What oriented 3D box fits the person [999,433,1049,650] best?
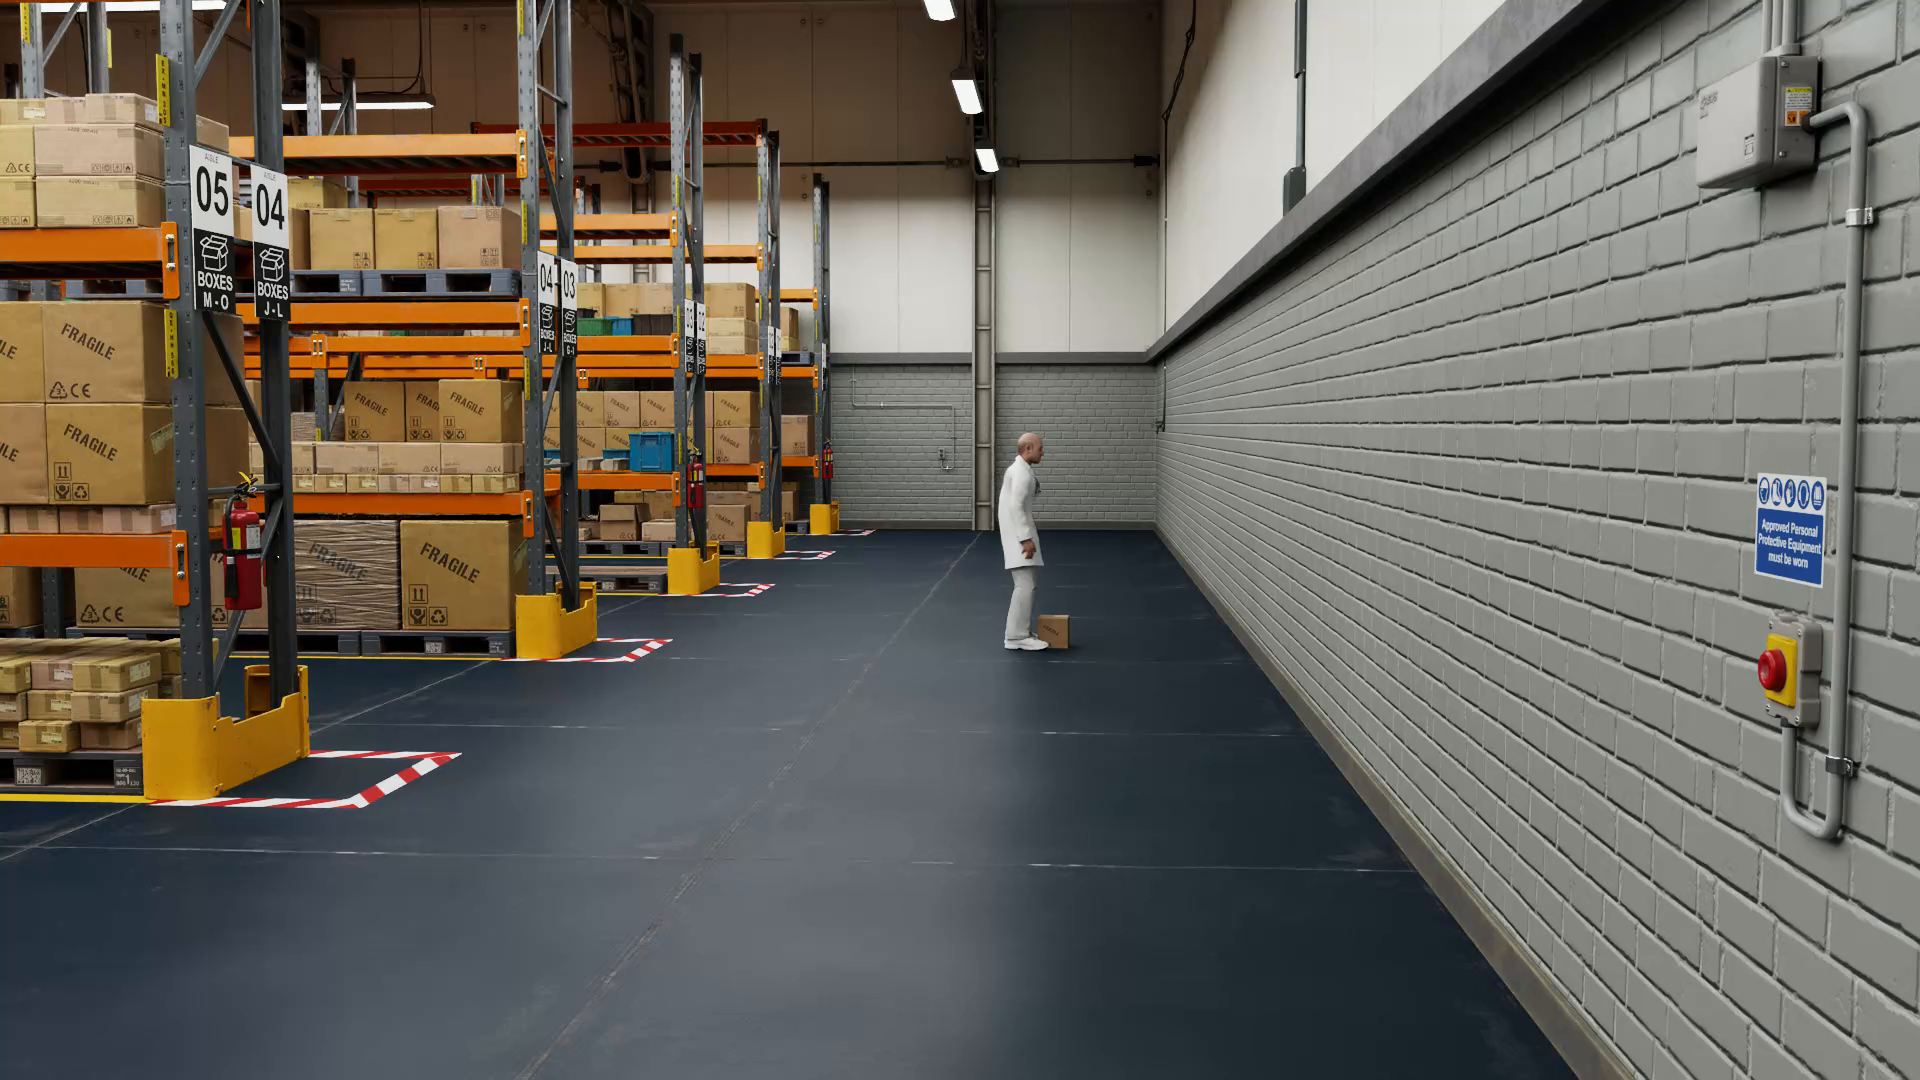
[{"bbox_3d":[0.532,0.001,13.794,0.424,1.774,0.644,0,4,4],"label":"person"}]
